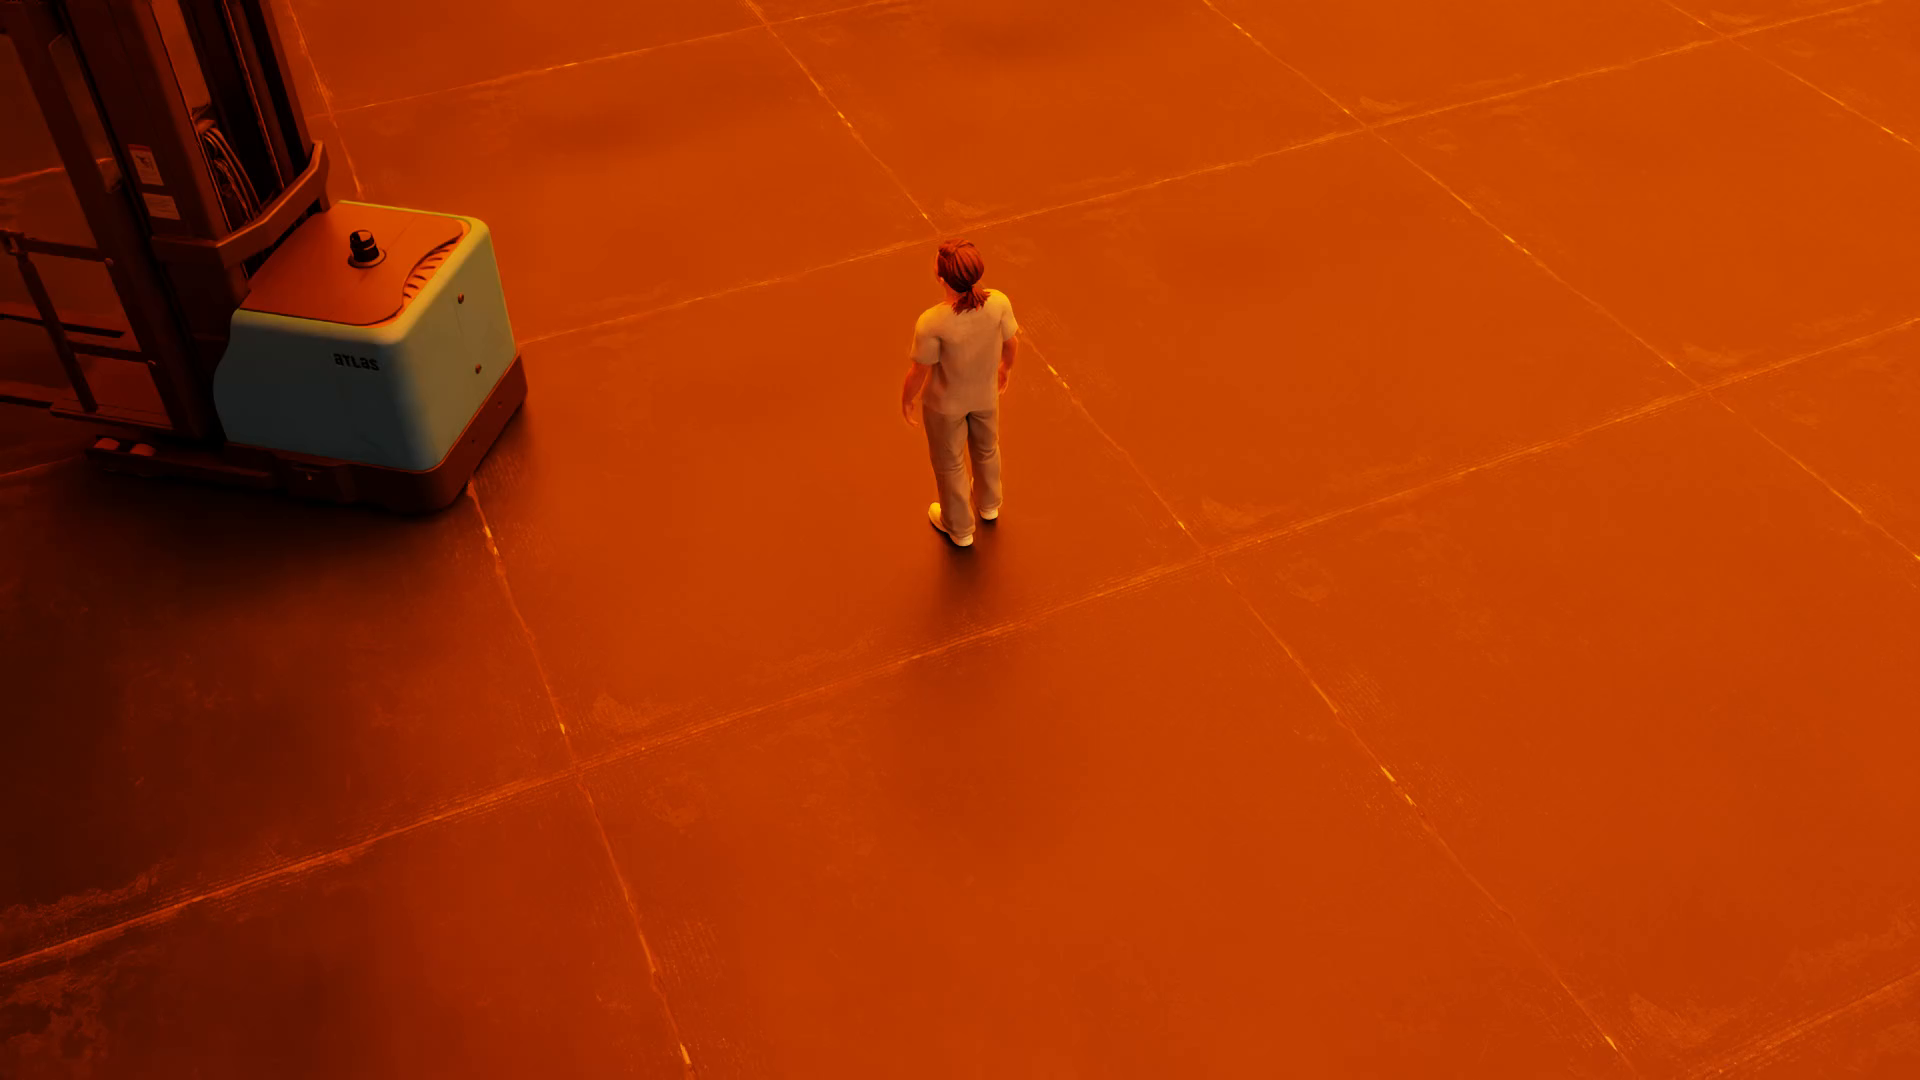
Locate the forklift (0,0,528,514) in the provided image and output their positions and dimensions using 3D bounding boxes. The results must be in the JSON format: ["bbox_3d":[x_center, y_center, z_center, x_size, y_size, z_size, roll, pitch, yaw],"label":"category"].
[{"bbox_3d":[-3.793,-1.721,7.524,3.031,2.935,1.130,9,44,9],"label":"forklift"}]

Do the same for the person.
[{"bbox_3d":[-0.019,-0.663,7.308,0.550,1.664,0.549,-18,46,-18],"label":"person"}]
